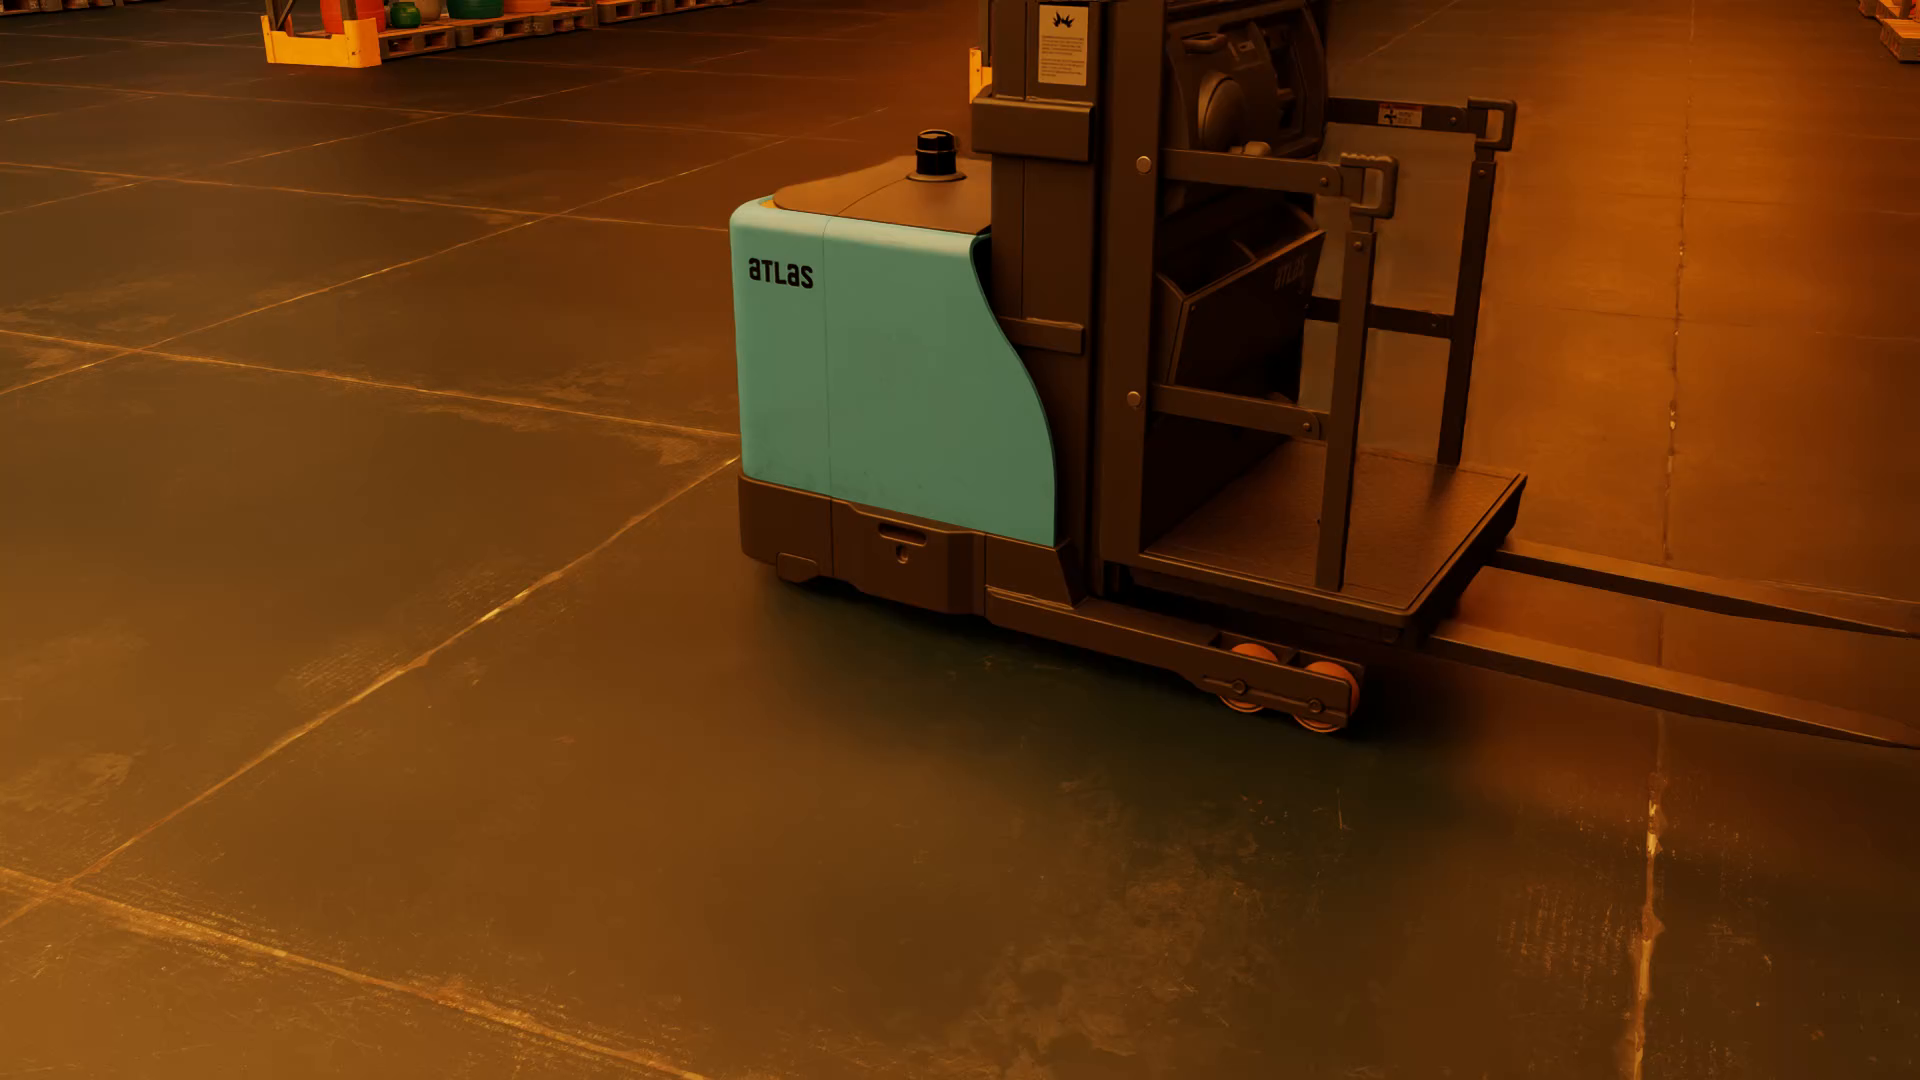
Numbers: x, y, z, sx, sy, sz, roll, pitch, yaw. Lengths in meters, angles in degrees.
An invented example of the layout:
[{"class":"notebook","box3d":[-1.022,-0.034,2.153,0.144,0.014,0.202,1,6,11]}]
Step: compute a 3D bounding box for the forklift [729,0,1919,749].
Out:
[{"class":"forklift","box3d":[0.890,-1.124,3.982,3.031,2.935,1.130,13,26,28]}]
